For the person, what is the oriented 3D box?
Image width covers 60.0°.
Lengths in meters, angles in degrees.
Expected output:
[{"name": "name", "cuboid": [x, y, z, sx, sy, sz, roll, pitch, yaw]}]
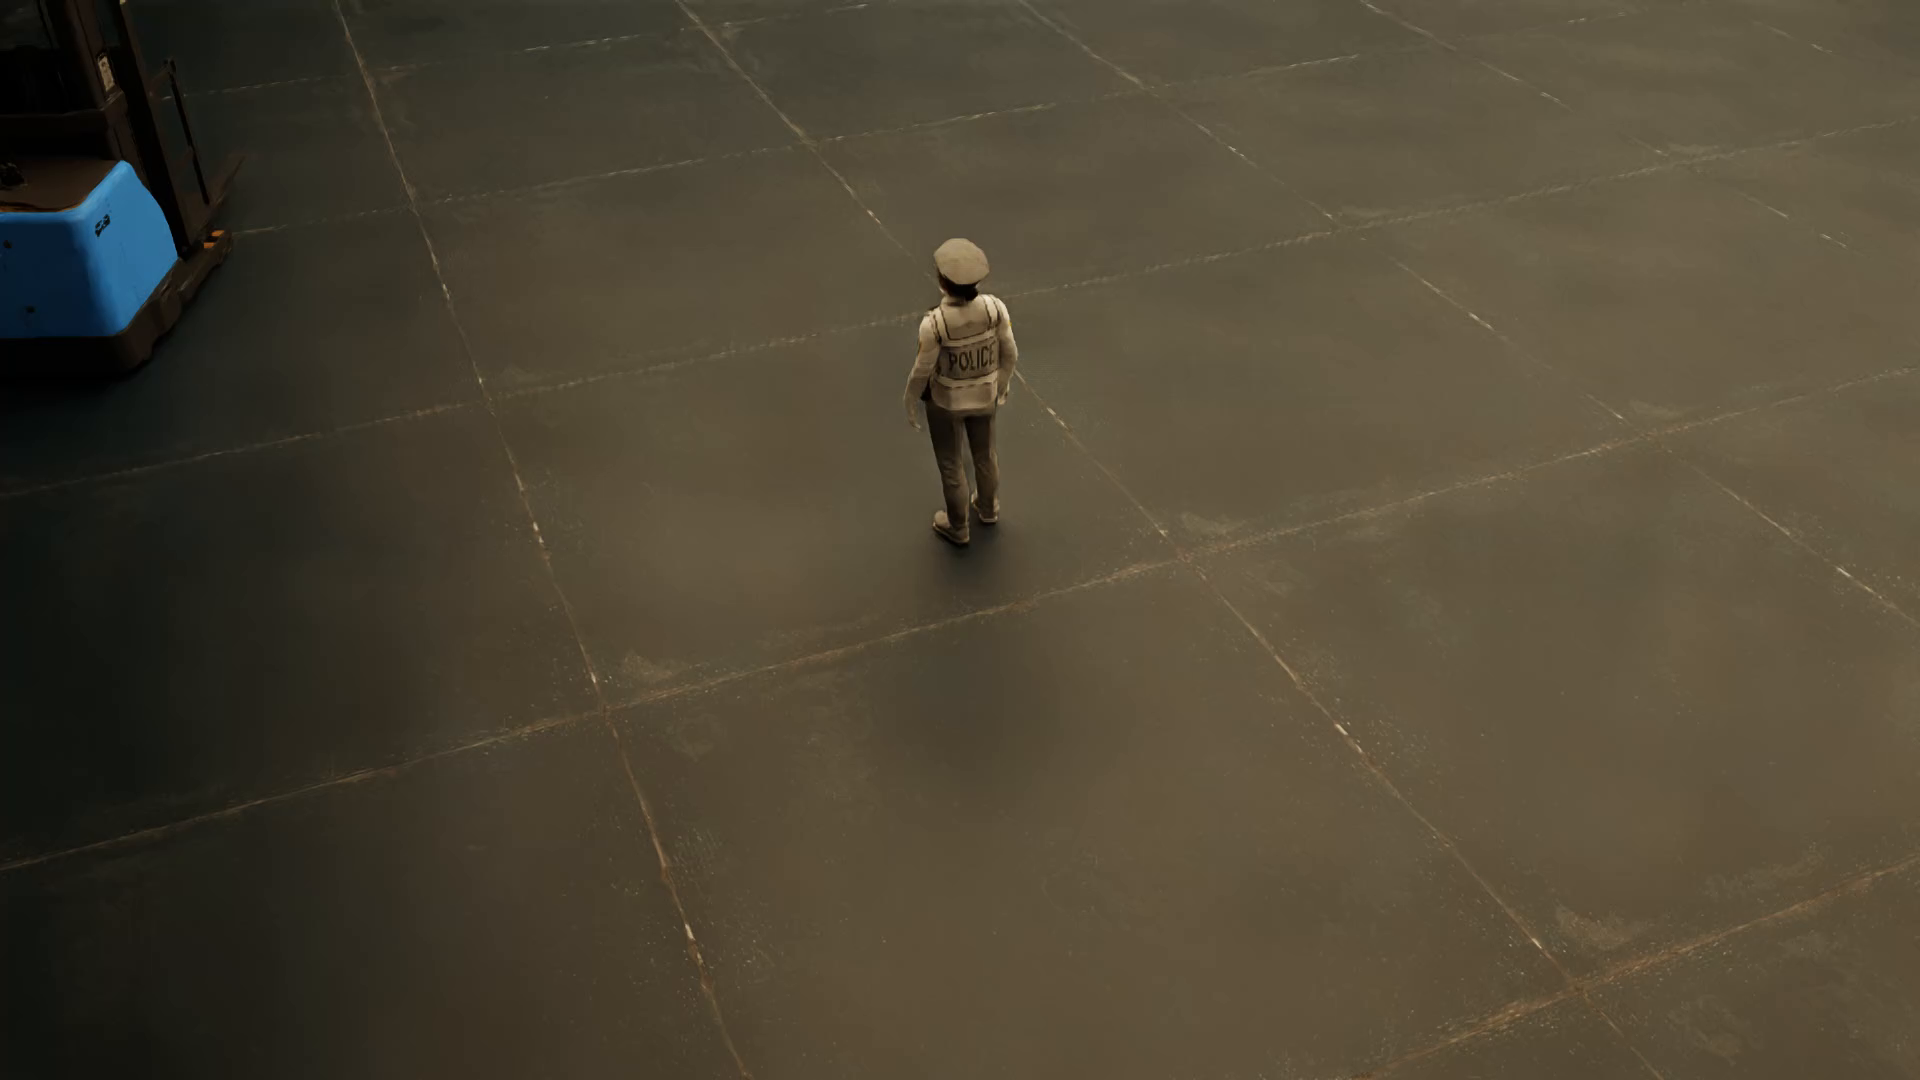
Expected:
[{"name": "person", "cuboid": [-0.020, -0.734, 8.185, 0.586, 1.695, 0.532, -14, 38, -19]}]

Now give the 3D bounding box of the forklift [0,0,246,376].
[{"name": "forklift", "cuboid": [-5.532, -2.996, 10.312, 1.130, 2.935, 3.031, -2, 35, -2]}]
